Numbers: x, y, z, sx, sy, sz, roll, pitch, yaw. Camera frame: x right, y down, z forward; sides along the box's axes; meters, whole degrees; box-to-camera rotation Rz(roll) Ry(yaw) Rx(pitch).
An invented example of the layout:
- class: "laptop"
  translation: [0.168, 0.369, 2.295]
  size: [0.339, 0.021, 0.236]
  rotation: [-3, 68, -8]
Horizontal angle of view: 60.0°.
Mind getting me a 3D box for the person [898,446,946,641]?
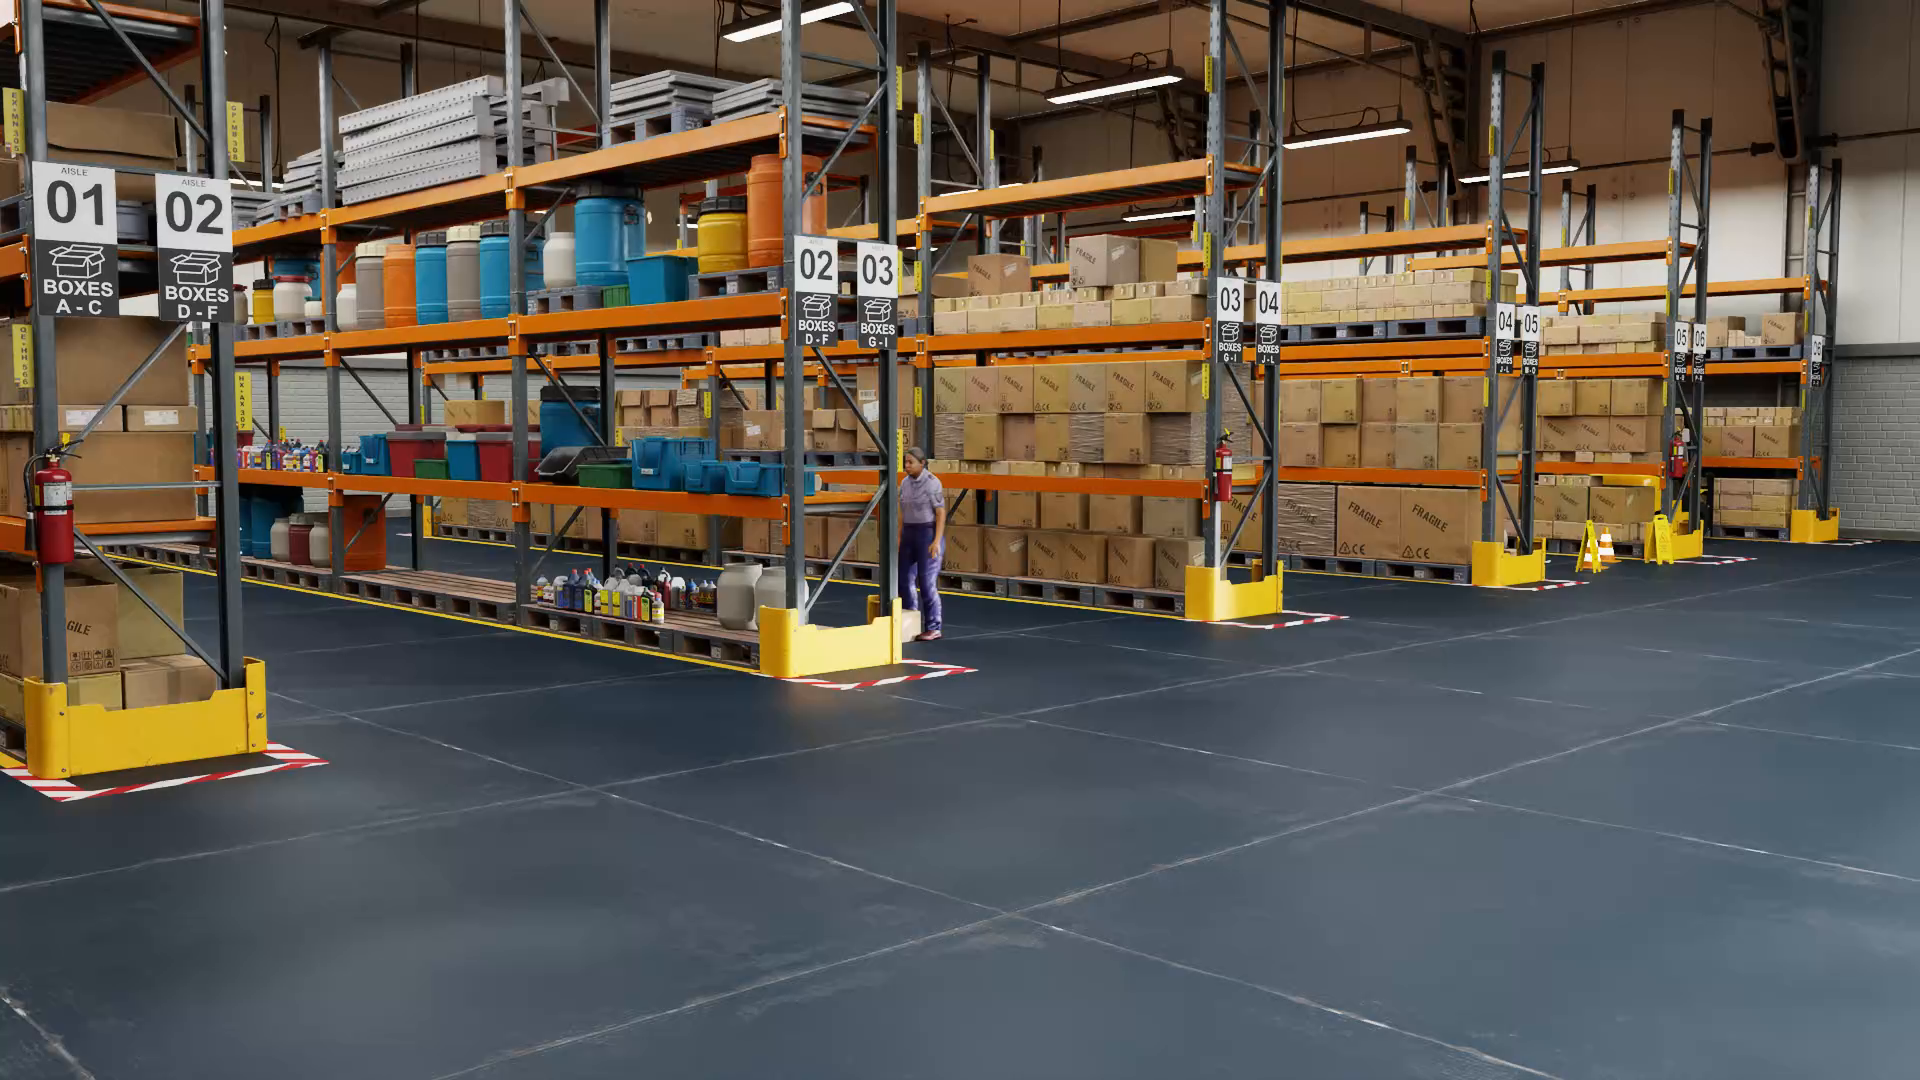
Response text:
- class: "person"
  translation: [-0.350, 0.021, 14.304]
  size: [0.357, 1.652, 0.543]
  rotation: [-4, 6, -44]
